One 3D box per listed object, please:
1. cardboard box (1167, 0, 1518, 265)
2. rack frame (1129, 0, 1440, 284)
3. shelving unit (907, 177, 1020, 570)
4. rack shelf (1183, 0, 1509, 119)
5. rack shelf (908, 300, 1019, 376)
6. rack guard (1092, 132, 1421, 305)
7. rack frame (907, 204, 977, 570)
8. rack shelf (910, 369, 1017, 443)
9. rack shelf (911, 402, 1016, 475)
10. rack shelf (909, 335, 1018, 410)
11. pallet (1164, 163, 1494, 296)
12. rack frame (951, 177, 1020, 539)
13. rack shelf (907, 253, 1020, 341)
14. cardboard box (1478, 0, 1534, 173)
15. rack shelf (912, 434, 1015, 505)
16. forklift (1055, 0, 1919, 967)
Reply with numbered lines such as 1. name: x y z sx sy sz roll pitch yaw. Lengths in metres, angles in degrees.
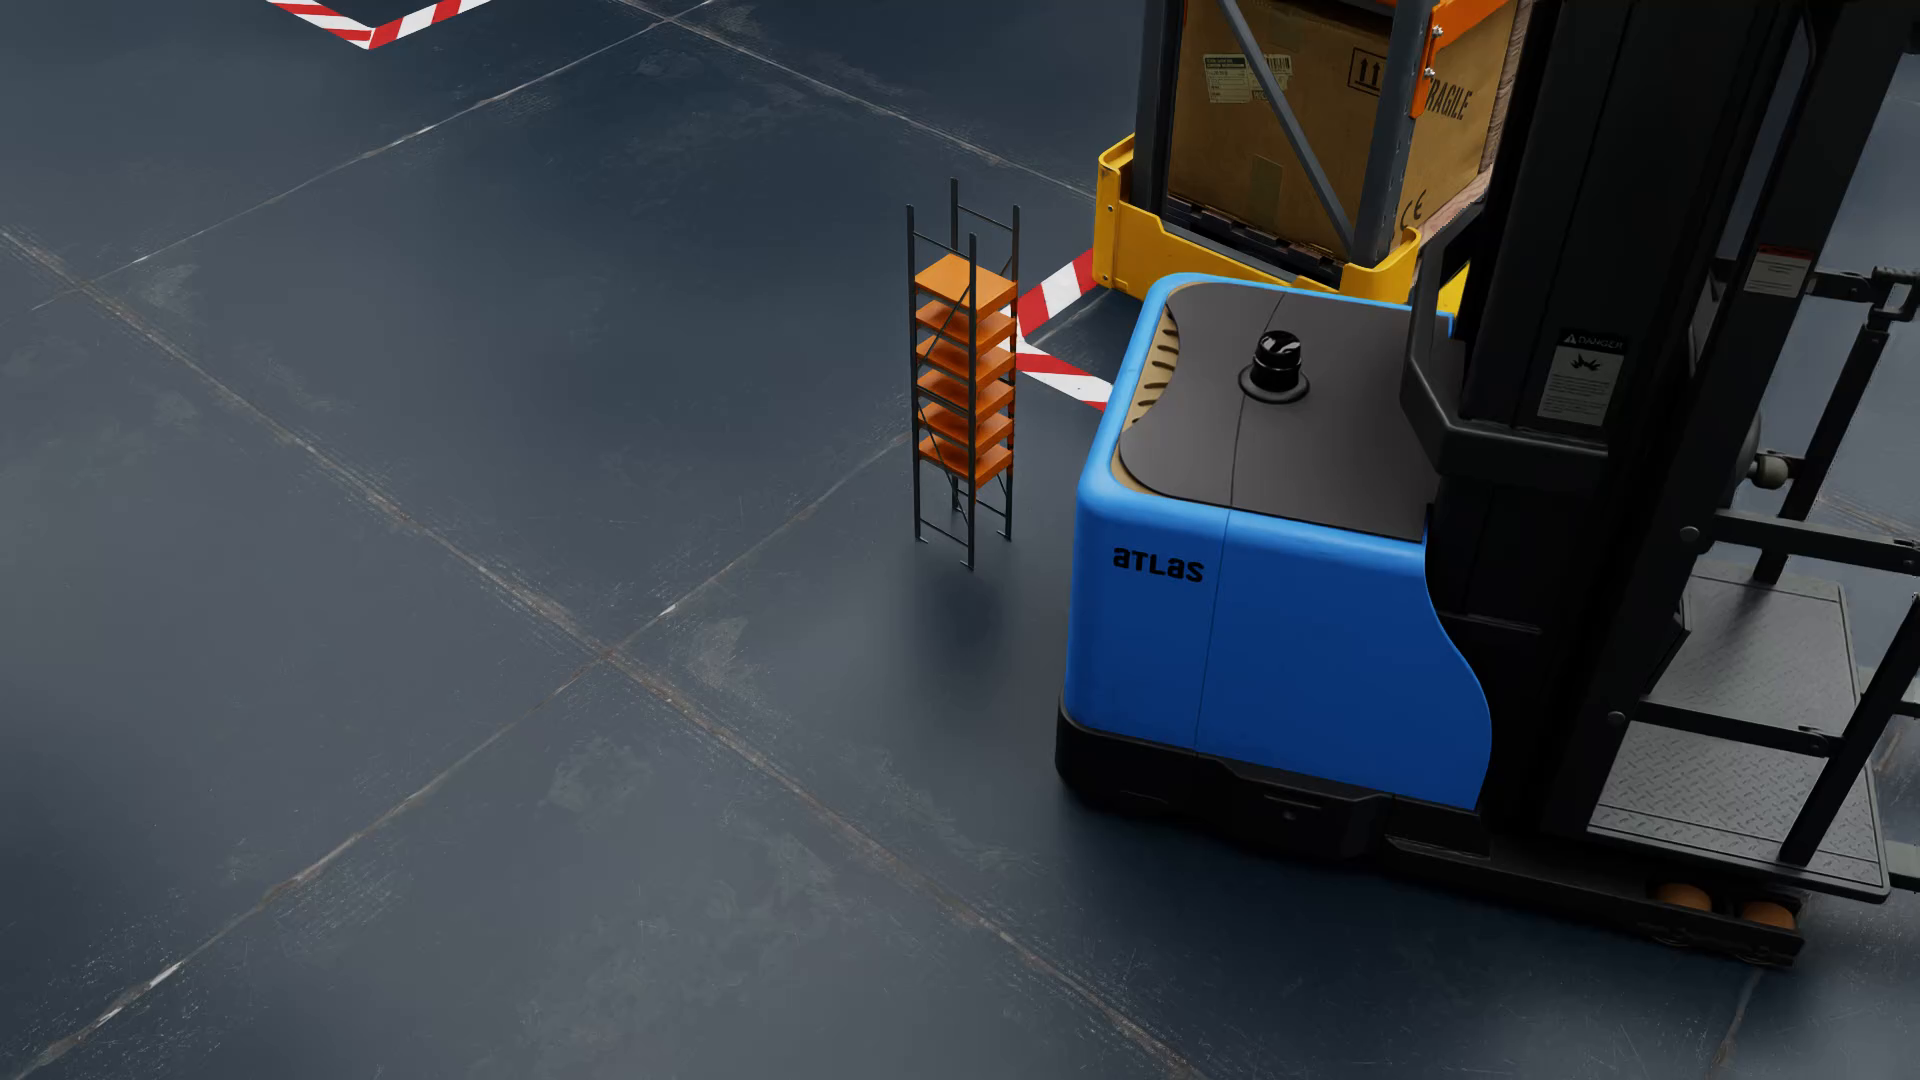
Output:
1. cardboard box: 1.400 -1.694 6.151 0.875 0.875 0.875 29 50 28
2. rack frame: 1.050 -1.961 5.177 1.000 3.000 0.127 29 50 28
3. shelving unit: 0.009 -0.451 4.855 0.258 1.200 0.189 29 50 28
4. rack shelf: 2.337 -2.724 6.551 1.077 0.370 4.000 29 50 28
5. rack shelf: 0.009 -0.596 4.723 0.258 0.103 0.180 29 50 28
6. rack guard: 1.034 -1.024 6.004 1.175 0.500 0.348 29 50 28
7. rack frame: -0.050 -0.404 4.803 0.240 1.200 0.006 29 50 28
8. rack shelf: 0.009 -0.419 4.884 0.258 0.103 0.180 29 50 28
9. rack shelf: 0.009 -0.330 4.965 0.258 0.103 0.180 29 50 28
10. rack shelf: 0.009 -0.507 4.804 0.258 0.103 0.180 29 50 28
11. pallet: 1.504 -1.375 6.605 1.003 0.211 1.213 29 50 28
12. rack frame: 0.068 -0.498 4.906 0.240 1.200 0.006 29 50 28
13. rack shelf: 0.009 -0.685 4.642 0.258 0.103 0.180 29 50 28
14. cardboard box: 1.986 -2.163 6.666 0.875 0.875 0.875 29 50 28
15. rack shelf: 0.009 -0.241 5.046 0.258 0.103 0.180 29 50 28
16. forklift: 1.832 -0.439 3.554 3.031 2.935 1.130 11 43 12
